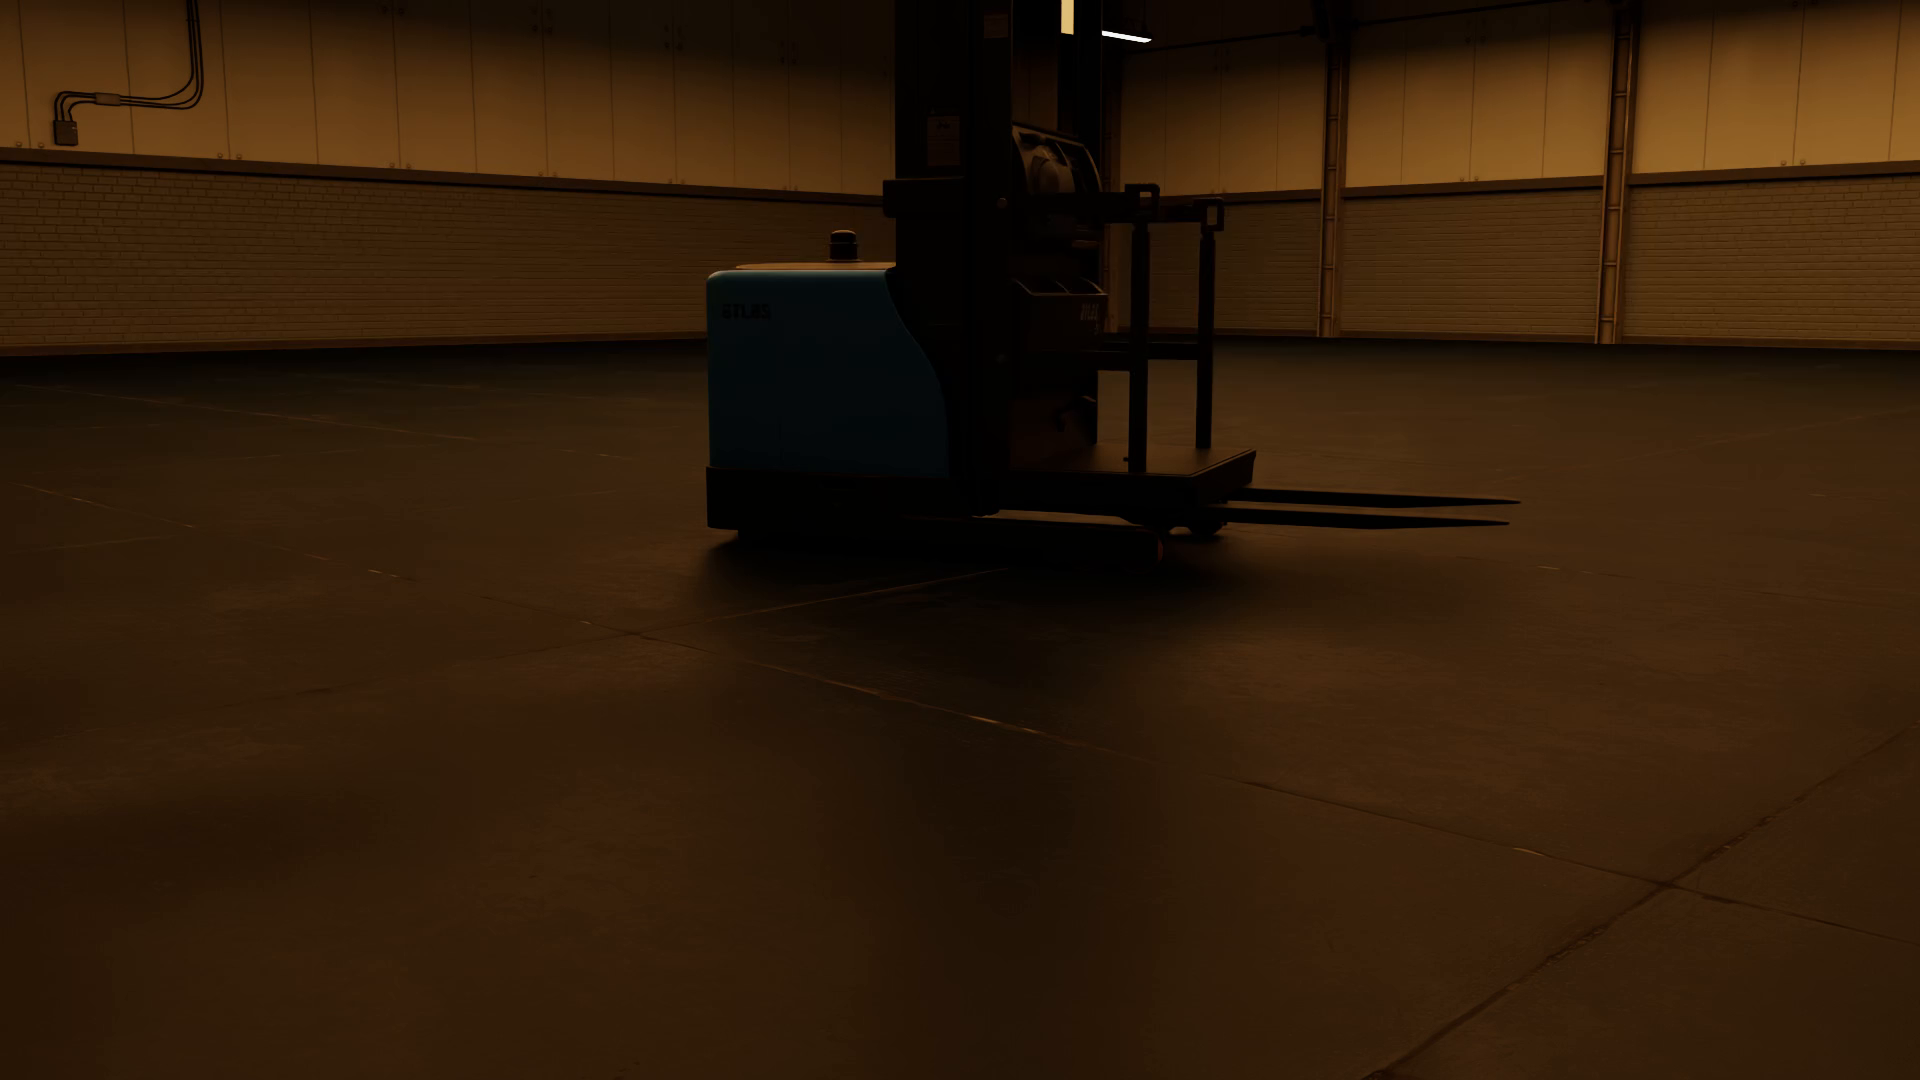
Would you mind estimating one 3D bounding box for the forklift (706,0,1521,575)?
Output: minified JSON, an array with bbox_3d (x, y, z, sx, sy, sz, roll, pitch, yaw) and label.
[{"bbox_3d":[0.565,-1.416,6.275,3.031,2.935,1.130,3,9,22],"label":"forklift"}]
